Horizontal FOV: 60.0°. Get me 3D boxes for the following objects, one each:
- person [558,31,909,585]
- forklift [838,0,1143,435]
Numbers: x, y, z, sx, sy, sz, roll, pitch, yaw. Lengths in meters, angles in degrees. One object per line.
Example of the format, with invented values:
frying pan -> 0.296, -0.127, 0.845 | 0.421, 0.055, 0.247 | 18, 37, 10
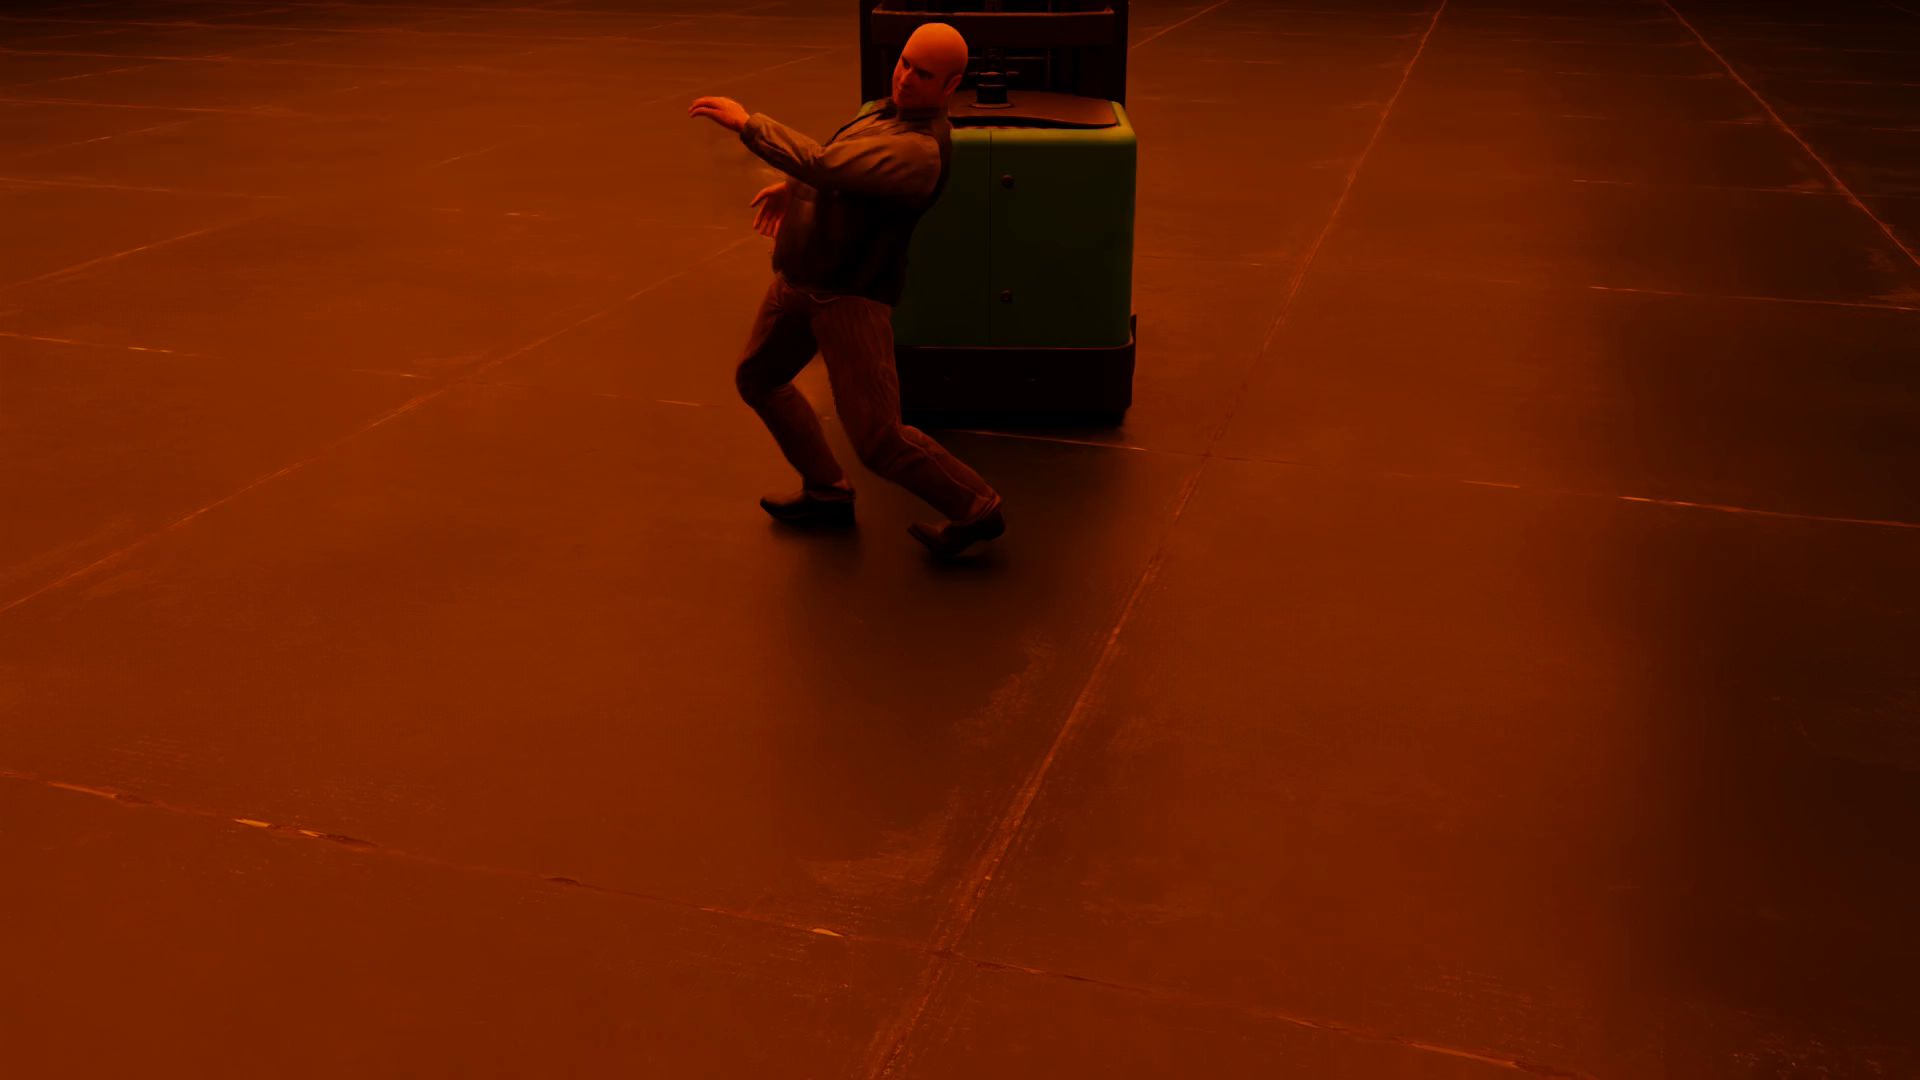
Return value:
person -> -0.662, -0.575, 4.562 | 0.873, 1.551, 1.065 | -9, 24, -21
forklift -> 0.137, -2.239, 6.703 | 1.130, 2.935, 3.031 | 1, 22, 1
